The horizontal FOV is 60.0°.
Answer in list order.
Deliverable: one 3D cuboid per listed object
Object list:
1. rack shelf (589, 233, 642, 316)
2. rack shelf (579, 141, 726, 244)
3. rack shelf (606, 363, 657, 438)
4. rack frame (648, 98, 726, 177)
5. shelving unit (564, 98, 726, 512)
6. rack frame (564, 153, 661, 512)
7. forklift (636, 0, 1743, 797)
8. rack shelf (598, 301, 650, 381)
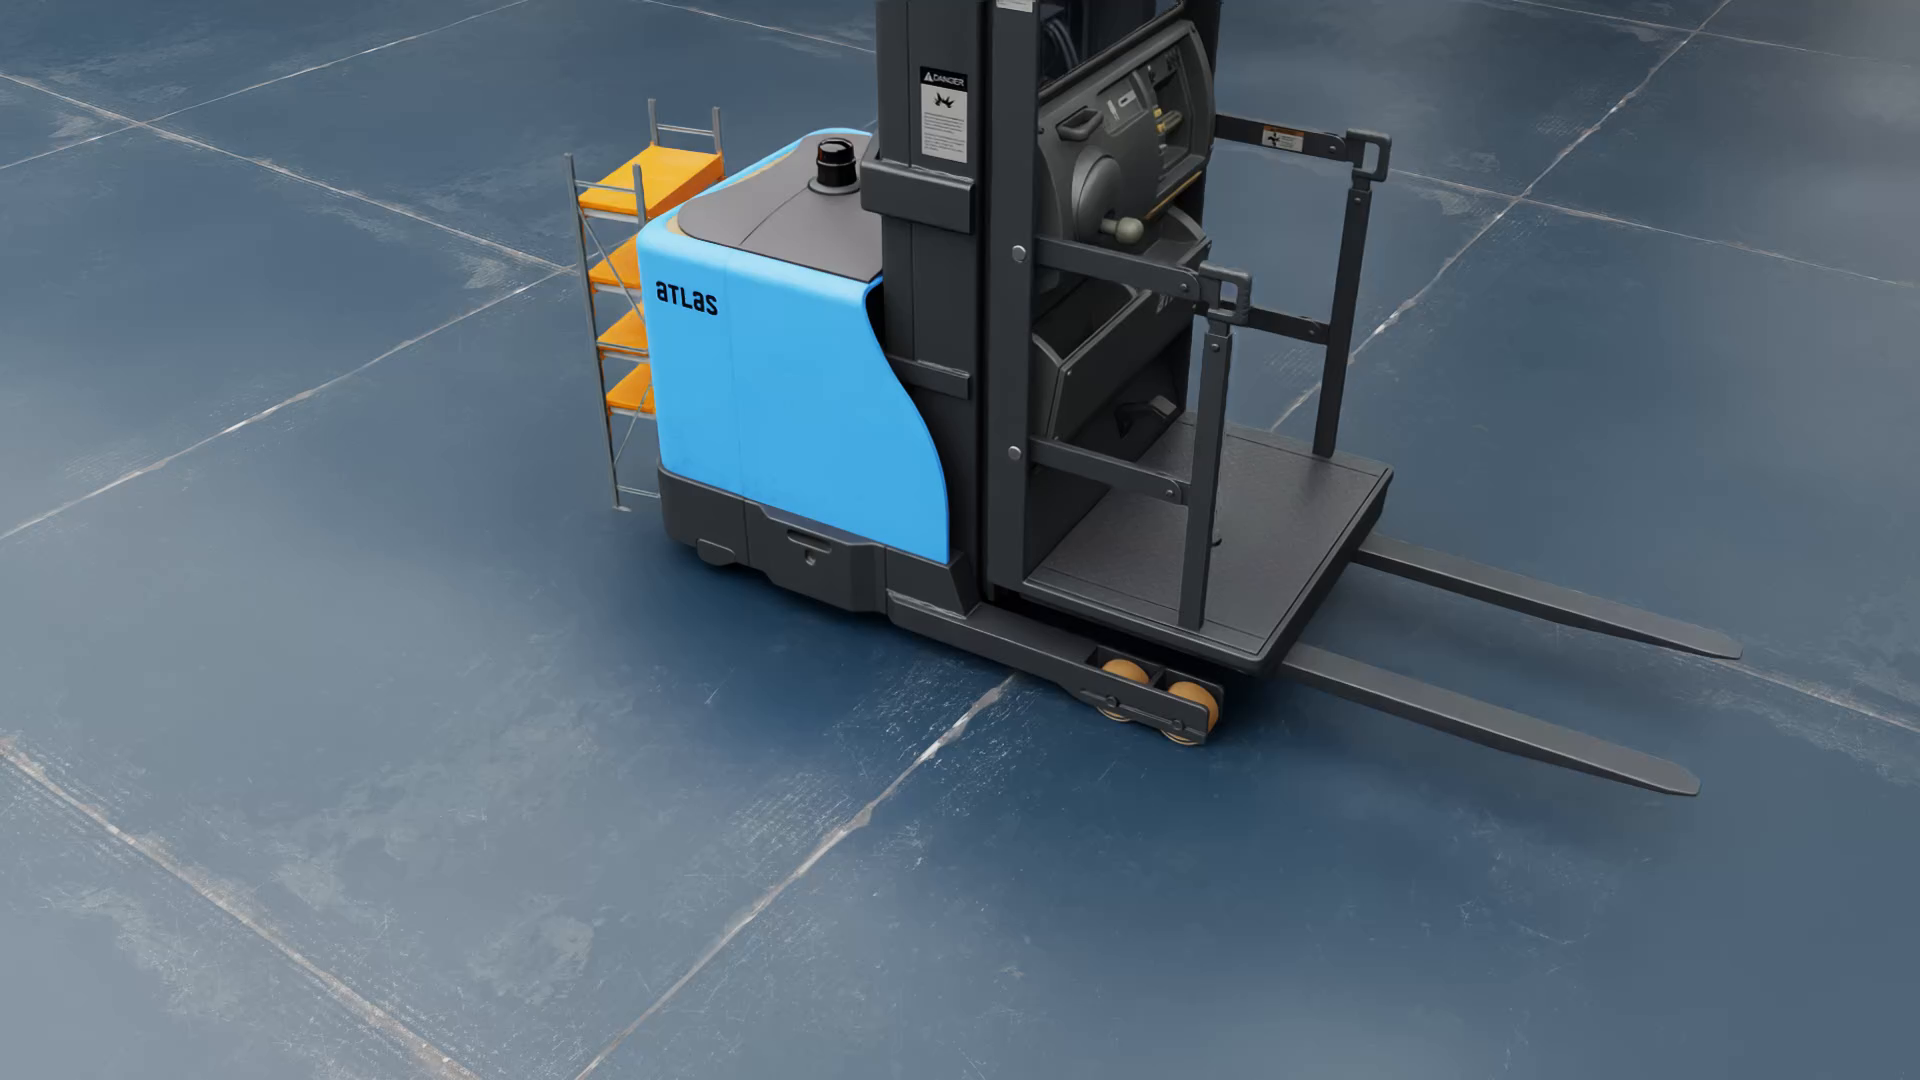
[{"bbox_3d":[-0.928,-0.836,5.136,0.258,0.148,0.480,12,36,16],"label":"rack shelf"},{"bbox_3d":[-0.928,-1.032,5.004,0.258,0.148,0.480,12,36,16],"label":"rack shelf"},{"bbox_3d":[-0.928,-0.487,5.373,0.258,0.148,0.480,12,36,16],"label":"rack shelf"},{"bbox_3d":[-0.844,-0.835,5.414,0.240,1.200,0.015,12,36,16],"label":"rack frame"},{"bbox_3d":[-0.928,-0.707,5.224,0.258,1.200,0.503,12,36,16],"label":"shelving unit"},{"bbox_3d":[-1.011,-0.578,5.034,0.240,1.200,0.015,12,36,16],"label":"rack frame"},{"bbox_3d":[0.612,-1.009,4.125,3.031,2.935,1.130,18,38,25],"label":"forklift"},{"bbox_3d":[-0.928,-0.651,5.262,0.258,0.148,0.480,12,36,16],"label":"rack shelf"}]
